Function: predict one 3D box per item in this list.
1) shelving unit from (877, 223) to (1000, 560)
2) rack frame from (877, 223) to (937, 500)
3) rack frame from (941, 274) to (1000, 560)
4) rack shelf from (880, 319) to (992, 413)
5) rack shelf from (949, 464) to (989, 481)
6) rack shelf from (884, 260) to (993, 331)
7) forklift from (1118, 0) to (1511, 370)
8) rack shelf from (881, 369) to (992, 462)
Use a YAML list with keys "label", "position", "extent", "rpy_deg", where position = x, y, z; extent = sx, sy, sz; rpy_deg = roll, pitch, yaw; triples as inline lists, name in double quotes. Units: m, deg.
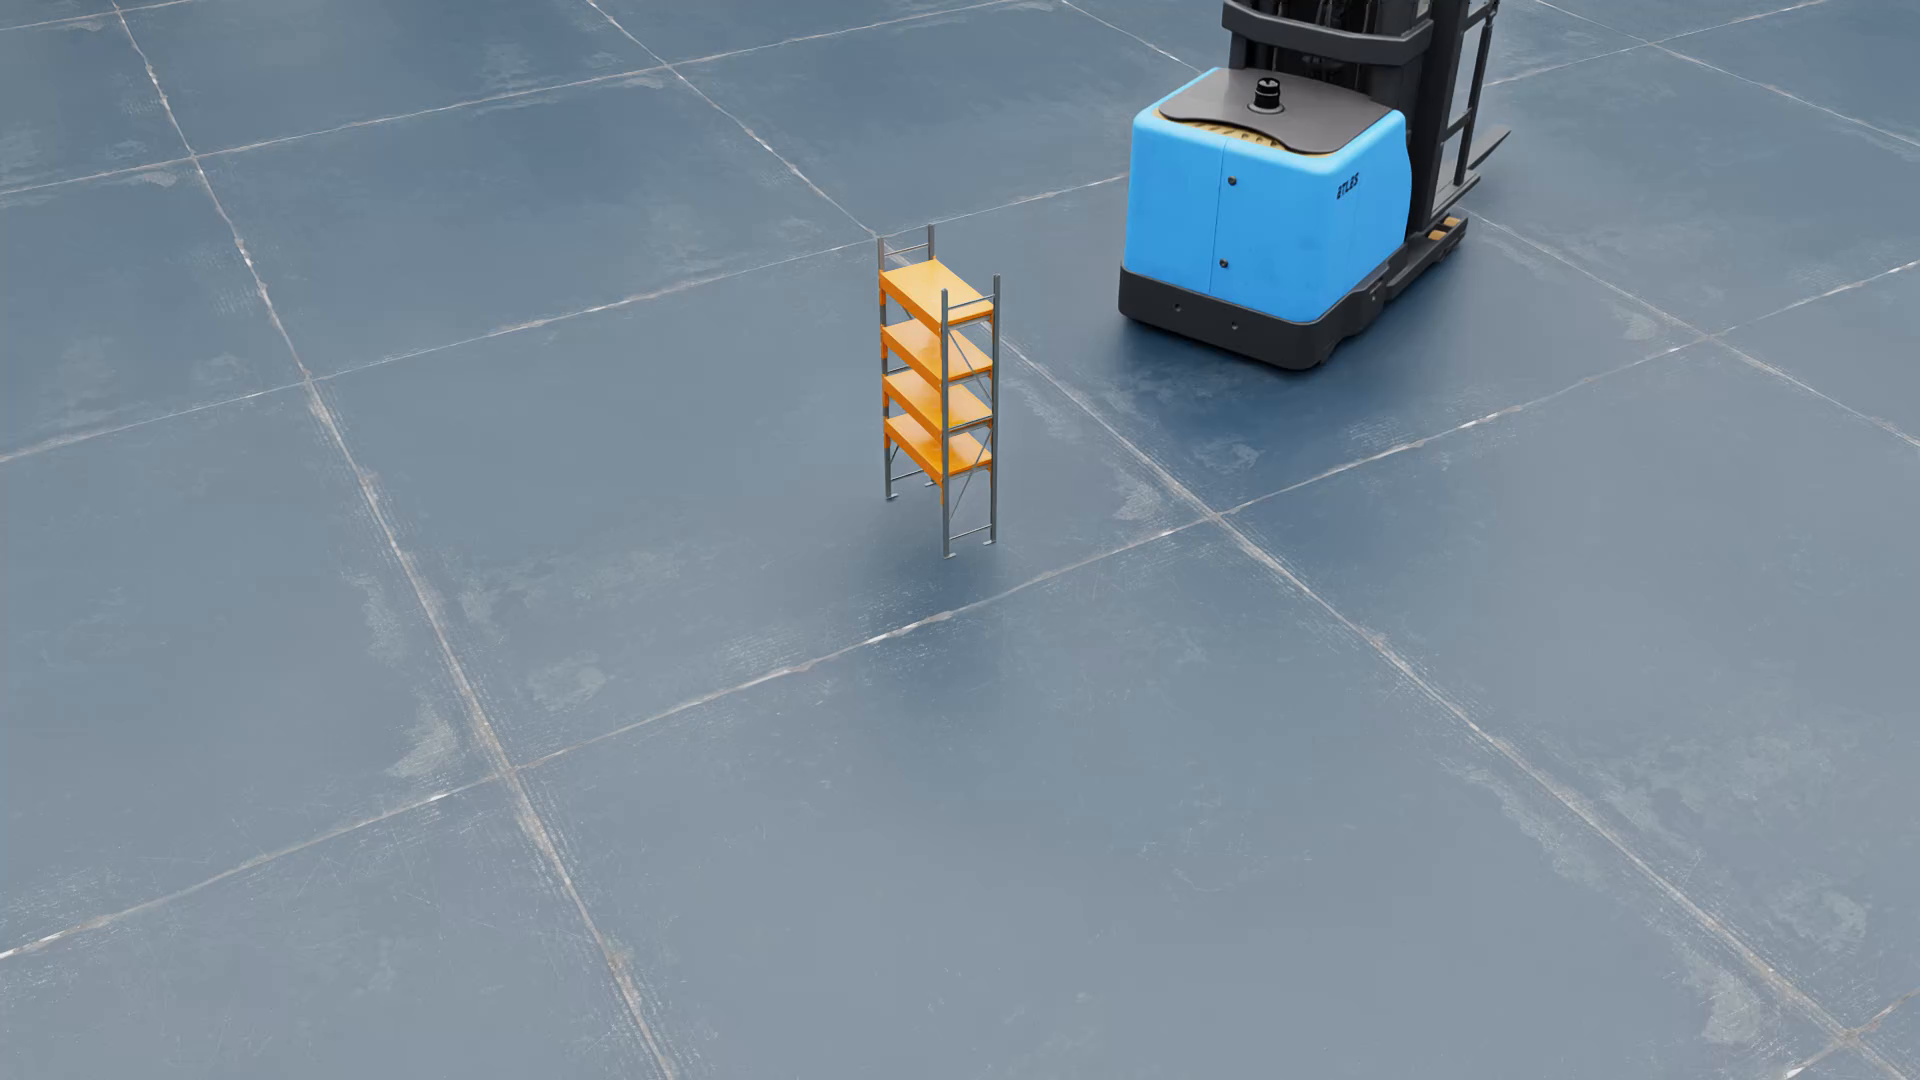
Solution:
- label: "shelving unit"
  position: [-0.083, -0.569, 6.512]
  extent: [0.258, 1.200, 0.503]
  rpy_deg: [-19, 40, -24]
- label: "rack frame"
  position: [-0.206, -0.693, 6.682]
  extent: [0.240, 1.200, 0.015]
  rpy_deg: [-19, 40, -24]
- label: "rack frame"
  position: [0.039, -0.445, 6.341]
  extent: [0.240, 1.200, 0.015]
  rpy_deg: [-19, 40, -24]
- label: "rack shelf"
  position: [-0.083, -0.695, 6.419]
  extent: [0.258, 0.148, 0.480]
  rpy_deg: [-19, 40, -24]
- label: "rack shelf"
  position: [-0.083, -0.377, 6.652]
  extent: [0.199, 0.029, 0.442]
  rpy_deg: [-19, 40, -24]
- label: "rack shelf"
  position: [-0.083, -0.918, 6.257]
  extent: [0.221, 0.050, 0.457]
  rpy_deg: [-19, 40, -24]
- label: "forklift"
  position: [2.047, -2.795, 8.092]
  extent: [1.130, 2.935, 3.031]
  rpy_deg: [23, 42, 28]
- label: "rack shelf"
  position: [-0.083, -0.515, 6.551]
  extent: [0.258, 0.148, 0.480]
  rpy_deg: [-19, 40, -24]
